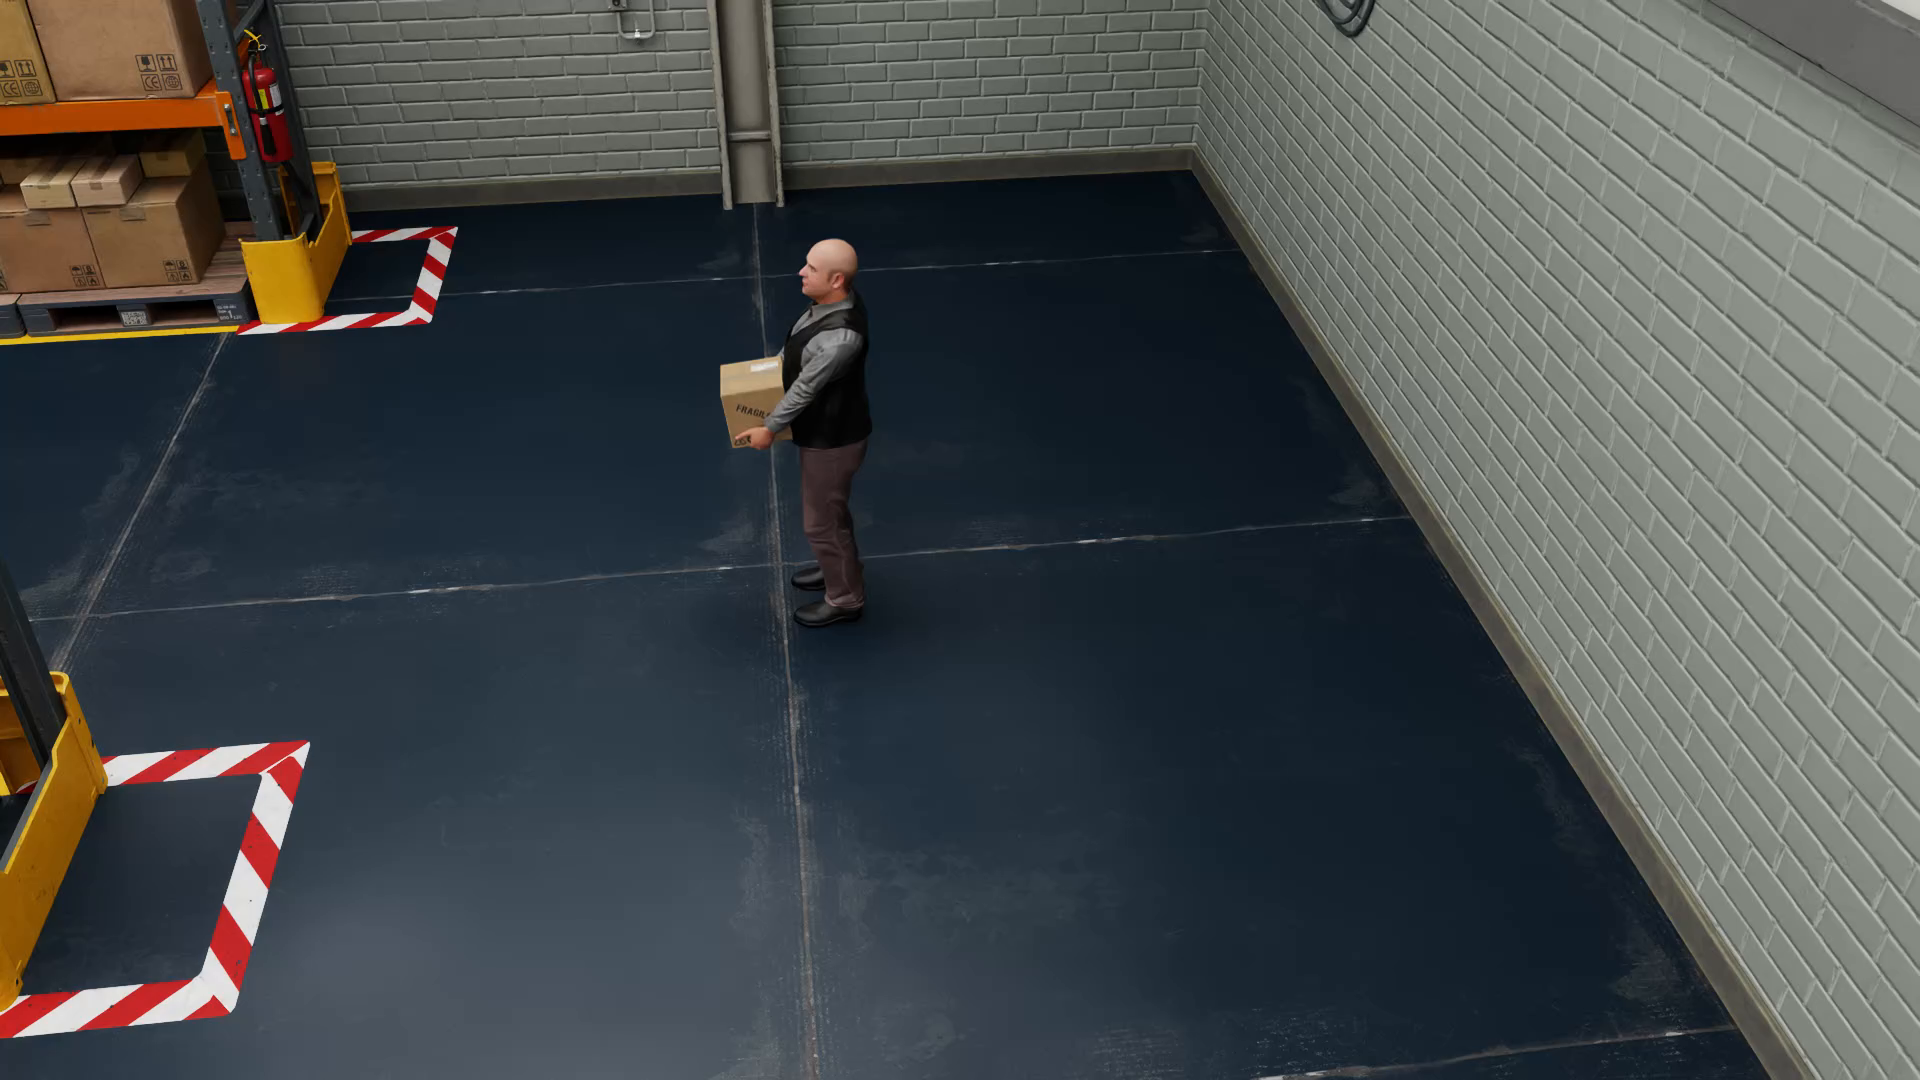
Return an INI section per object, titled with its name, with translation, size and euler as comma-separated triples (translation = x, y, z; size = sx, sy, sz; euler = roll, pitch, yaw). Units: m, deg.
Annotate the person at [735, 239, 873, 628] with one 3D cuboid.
[person]
translation = -0.634, -0.424, 6.789
size = 0.556, 1.713, 0.494
euler = -4, 35, -6
